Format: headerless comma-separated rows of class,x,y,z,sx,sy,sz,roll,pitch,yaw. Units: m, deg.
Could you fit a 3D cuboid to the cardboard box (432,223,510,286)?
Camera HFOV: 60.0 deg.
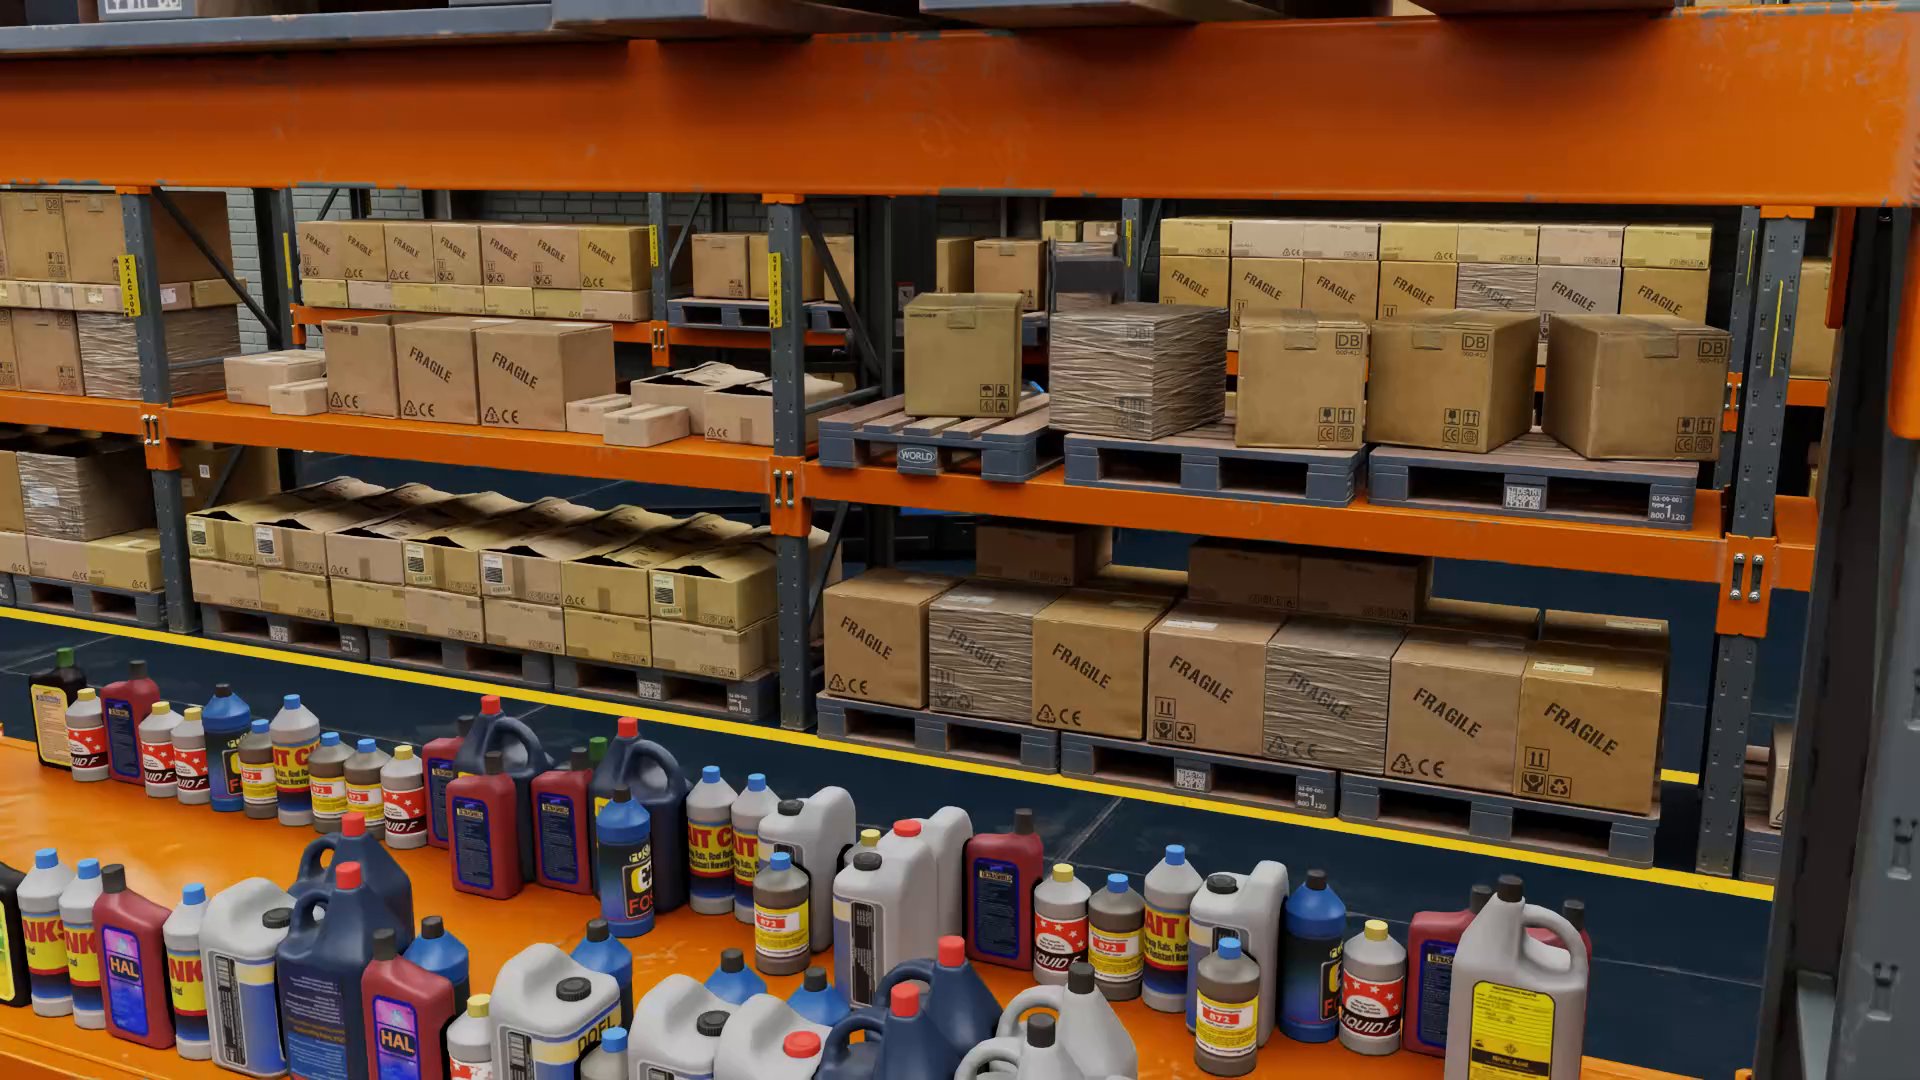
cardboard box,-4.199,-2.485,14.422,0.500,0.500,0.500,6,15,25

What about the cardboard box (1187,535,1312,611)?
cardboard box,1.344,0.116,7.560,0.500,0.250,0.500,5,14,22

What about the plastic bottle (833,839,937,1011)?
plastic bottle,-0.126,0.631,2.769,0.135,0.276,0.152,6,14,23

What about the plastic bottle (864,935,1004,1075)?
plastic bottle,-0.032,0.707,2.282,0.185,0.351,0.144,6,14,23

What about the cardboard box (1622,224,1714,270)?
cardboard box,4.533,-1.880,10.645,0.500,0.250,0.500,6,15,25

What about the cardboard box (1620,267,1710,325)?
cardboard box,4.540,-1.515,10.732,0.500,0.500,0.500,6,14,22

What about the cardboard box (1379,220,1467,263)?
cardboard box,3.137,-2.024,11.257,0.500,0.250,0.500,5,14,22

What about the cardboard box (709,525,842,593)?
cardboard box,-0.956,0.094,8.659,0.500,0.311,0.500,6,15,25

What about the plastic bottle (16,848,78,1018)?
plastic bottle,-1.491,0.640,2.741,0.097,0.271,0.097,0,13,0

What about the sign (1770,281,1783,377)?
sign,2.839,-0.734,5.784,0.005,0.325,0.100,6,14,23

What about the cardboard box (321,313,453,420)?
cardboard box,-3.076,-0.953,9.030,0.500,0.500,0.500,7,15,27

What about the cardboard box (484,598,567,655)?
cardboard box,-2.108,0.385,8.646,0.500,0.250,0.500,6,15,25

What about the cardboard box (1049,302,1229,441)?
cardboard box,0.784,-0.751,7.251,0.500,0.500,0.700,9,16,34

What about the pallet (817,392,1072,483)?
pallet,0.052,-0.516,7.806,1.003,0.211,1.213,6,14,23

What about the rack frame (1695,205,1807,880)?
rack frame,3.061,-0.287,6.411,0.127,3.000,1.000,6,14,23

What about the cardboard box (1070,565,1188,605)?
cardboard box,0.827,0.431,7.860,0.500,0.500,0.500,5,14,21

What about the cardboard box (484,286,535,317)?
cardboard box,-3.725,-2.071,14.297,0.500,0.250,0.500,6,14,23

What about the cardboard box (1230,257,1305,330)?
cardboard box,2.222,-1.746,11.718,0.500,0.500,0.500,6,15,25

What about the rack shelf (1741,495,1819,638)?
rack shelf,4.889,0.248,5.705,4.000,0.370,1.077,6,14,23

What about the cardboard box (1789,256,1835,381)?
cardboard box,5.553,-1.414,10.560,0.700,0.700,0.980,6,14,24

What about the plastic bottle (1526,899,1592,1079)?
plastic bottle,0.889,0.681,2.542,0.133,0.283,0.061,6,14,23

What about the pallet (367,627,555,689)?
pallet,-2.445,0.503,9.149,1.213,0.211,1.003,6,14,23

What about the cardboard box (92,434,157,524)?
cardboard box,-5.011,-0.411,10.398,0.500,0.500,0.500,6,14,23

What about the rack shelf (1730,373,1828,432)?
rack shelf,6.892,-0.787,10.116,4.000,0.370,1.077,6,14,23

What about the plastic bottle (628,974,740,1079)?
plastic bottle,-0.358,0.746,2.282,0.135,0.276,0.152,6,14,23

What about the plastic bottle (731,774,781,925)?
plastic bottle,-0.371,0.564,3.067,0.097,0.271,0.097,0,13,0

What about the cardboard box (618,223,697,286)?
cardboard box,-2.596,-2.451,14.277,0.500,0.500,0.500,5,14,22

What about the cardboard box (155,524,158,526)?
cardboard box,-5.010,-0.047,10.487,0.500,0.250,0.500,6,14,23

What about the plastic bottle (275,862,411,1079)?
plastic bottle,-0.929,0.653,2.515,0.185,0.351,0.144,6,14,23

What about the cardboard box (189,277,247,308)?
cardboard box,-4.421,-1.457,9.759,0.250,0.149,0.380,6,14,23

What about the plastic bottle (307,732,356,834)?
plastic bottle,-1.309,0.503,3.479,0.097,0.201,0.097,0,13,0

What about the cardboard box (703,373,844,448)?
cardboard box,-0.911,-0.656,8.181,0.500,0.311,0.500,7,15,27

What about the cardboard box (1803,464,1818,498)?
cardboard box,5.706,-0.219,10.674,0.500,0.500,0.700,6,14,24

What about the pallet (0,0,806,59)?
pallet,-0.743,-0.778,2.349,1.213,0.211,1.003,6,14,23

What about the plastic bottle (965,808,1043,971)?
plastic bottle,0.077,0.599,2.892,0.133,0.283,0.061,6,14,23

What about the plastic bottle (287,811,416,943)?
plastic bottle,-0.990,0.608,2.703,0.185,0.351,0.144,6,14,23

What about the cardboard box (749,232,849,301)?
cardboard box,-1.291,-2.218,13.457,0.500,0.500,0.700,7,15,29

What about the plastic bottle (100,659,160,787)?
plastic bottle,-1.852,0.404,3.724,0.133,0.283,0.061,6,14,23

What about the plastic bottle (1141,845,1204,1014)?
plastic bottle,0.353,0.637,2.755,0.097,0.271,0.097,0,13,0

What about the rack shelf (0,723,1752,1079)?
rack shelf,-0.778,0.913,2.875,4.000,0.370,1.077,6,14,23

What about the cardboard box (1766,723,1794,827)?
cardboard box,3.357,0.892,6.310,0.500,0.311,0.500,6,14,23

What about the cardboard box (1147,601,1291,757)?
cardboard box,1.121,0.589,7.185,0.500,0.500,0.500,5,14,21

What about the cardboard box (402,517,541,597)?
cardboard box,-2.571,0.066,8.778,0.500,0.311,0.500,6,15,25

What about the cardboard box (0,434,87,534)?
cardboard box,-5.677,-0.349,10.136,0.500,0.500,0.500,6,14,23

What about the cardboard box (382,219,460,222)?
cardboard box,-4.934,-2.686,15.280,0.500,0.500,0.500,6,14,24

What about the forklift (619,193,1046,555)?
forklift,-0.895,-1.398,11.297,3.031,2.935,1.130,-1,13,-5

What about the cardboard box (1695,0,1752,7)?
cardboard box,2.630,-2.111,6.262,0.600,0.600,0.600,4,14,18

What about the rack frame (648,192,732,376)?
rack frame,-2.251,-2.062,13.977,0.127,3.000,1.000,6,14,23

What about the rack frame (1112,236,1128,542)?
rack frame,1.119,-1.056,11.657,0.015,2.100,0.400,0,13,-2

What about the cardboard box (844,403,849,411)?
cardboard box,-0.628,-0.902,13.541,0.500,0.500,0.700,6,14,24

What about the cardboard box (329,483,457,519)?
cardboard box,-3.289,-0.142,9.664,0.500,0.311,0.500,6,15,25

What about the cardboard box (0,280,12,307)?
cardboard box,-5.519,-1.467,9.800,0.250,0.149,0.380,6,14,23

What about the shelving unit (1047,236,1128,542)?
shelving unit,0.875,-1.054,11.649,0.503,2.100,0.431,0,13,-2

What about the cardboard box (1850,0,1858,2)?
cardboard box,5.797,-3.312,10.284,0.500,0.500,0.500,6,14,23

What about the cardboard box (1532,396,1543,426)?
cardboard box,3.603,-0.594,11.508,0.750,0.750,0.750,6,15,25
